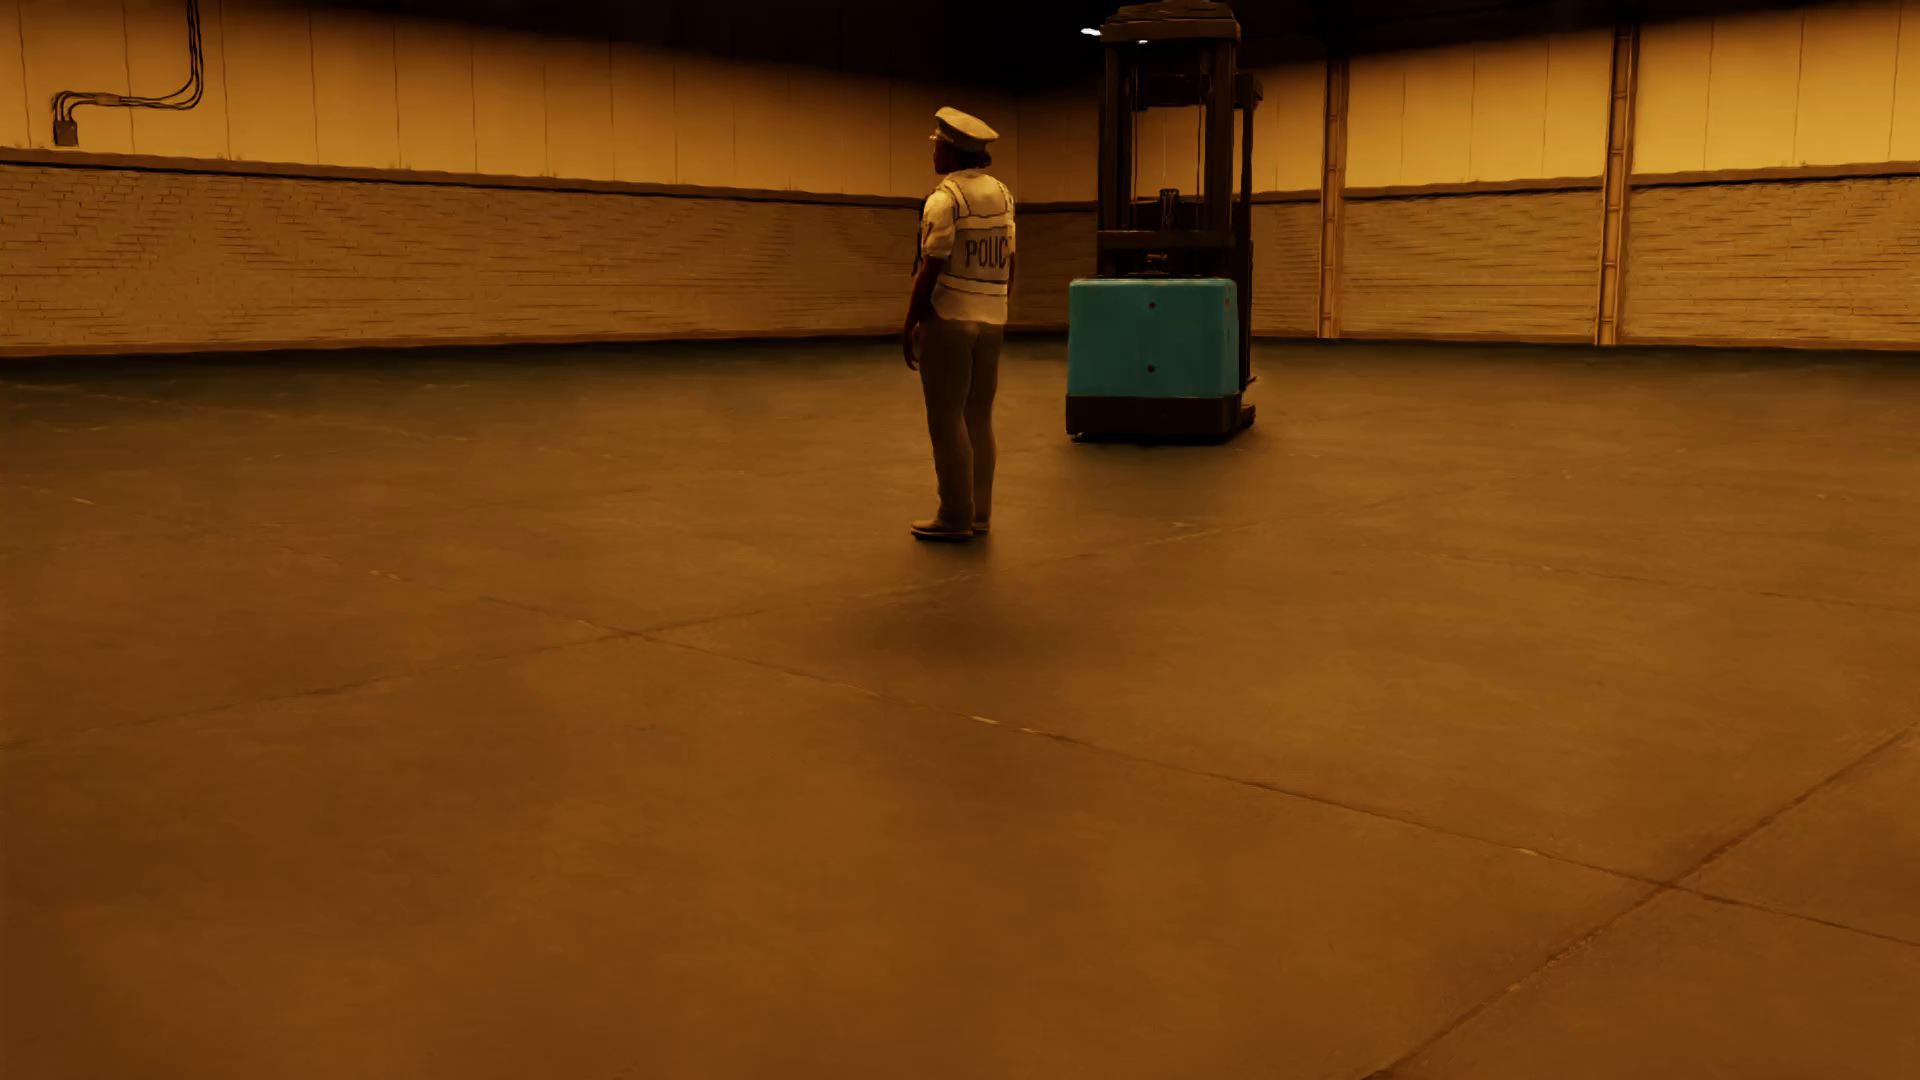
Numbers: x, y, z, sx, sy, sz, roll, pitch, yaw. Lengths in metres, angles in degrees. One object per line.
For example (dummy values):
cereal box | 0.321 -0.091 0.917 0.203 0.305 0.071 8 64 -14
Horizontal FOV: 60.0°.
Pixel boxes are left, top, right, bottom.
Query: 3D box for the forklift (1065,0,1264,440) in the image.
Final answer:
forklift | 1.593 -2.294 12.110 1.130 2.935 3.031 2 9 16

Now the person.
person | -0.040 -0.855 6.656 0.529 1.695 0.570 8 12 43
